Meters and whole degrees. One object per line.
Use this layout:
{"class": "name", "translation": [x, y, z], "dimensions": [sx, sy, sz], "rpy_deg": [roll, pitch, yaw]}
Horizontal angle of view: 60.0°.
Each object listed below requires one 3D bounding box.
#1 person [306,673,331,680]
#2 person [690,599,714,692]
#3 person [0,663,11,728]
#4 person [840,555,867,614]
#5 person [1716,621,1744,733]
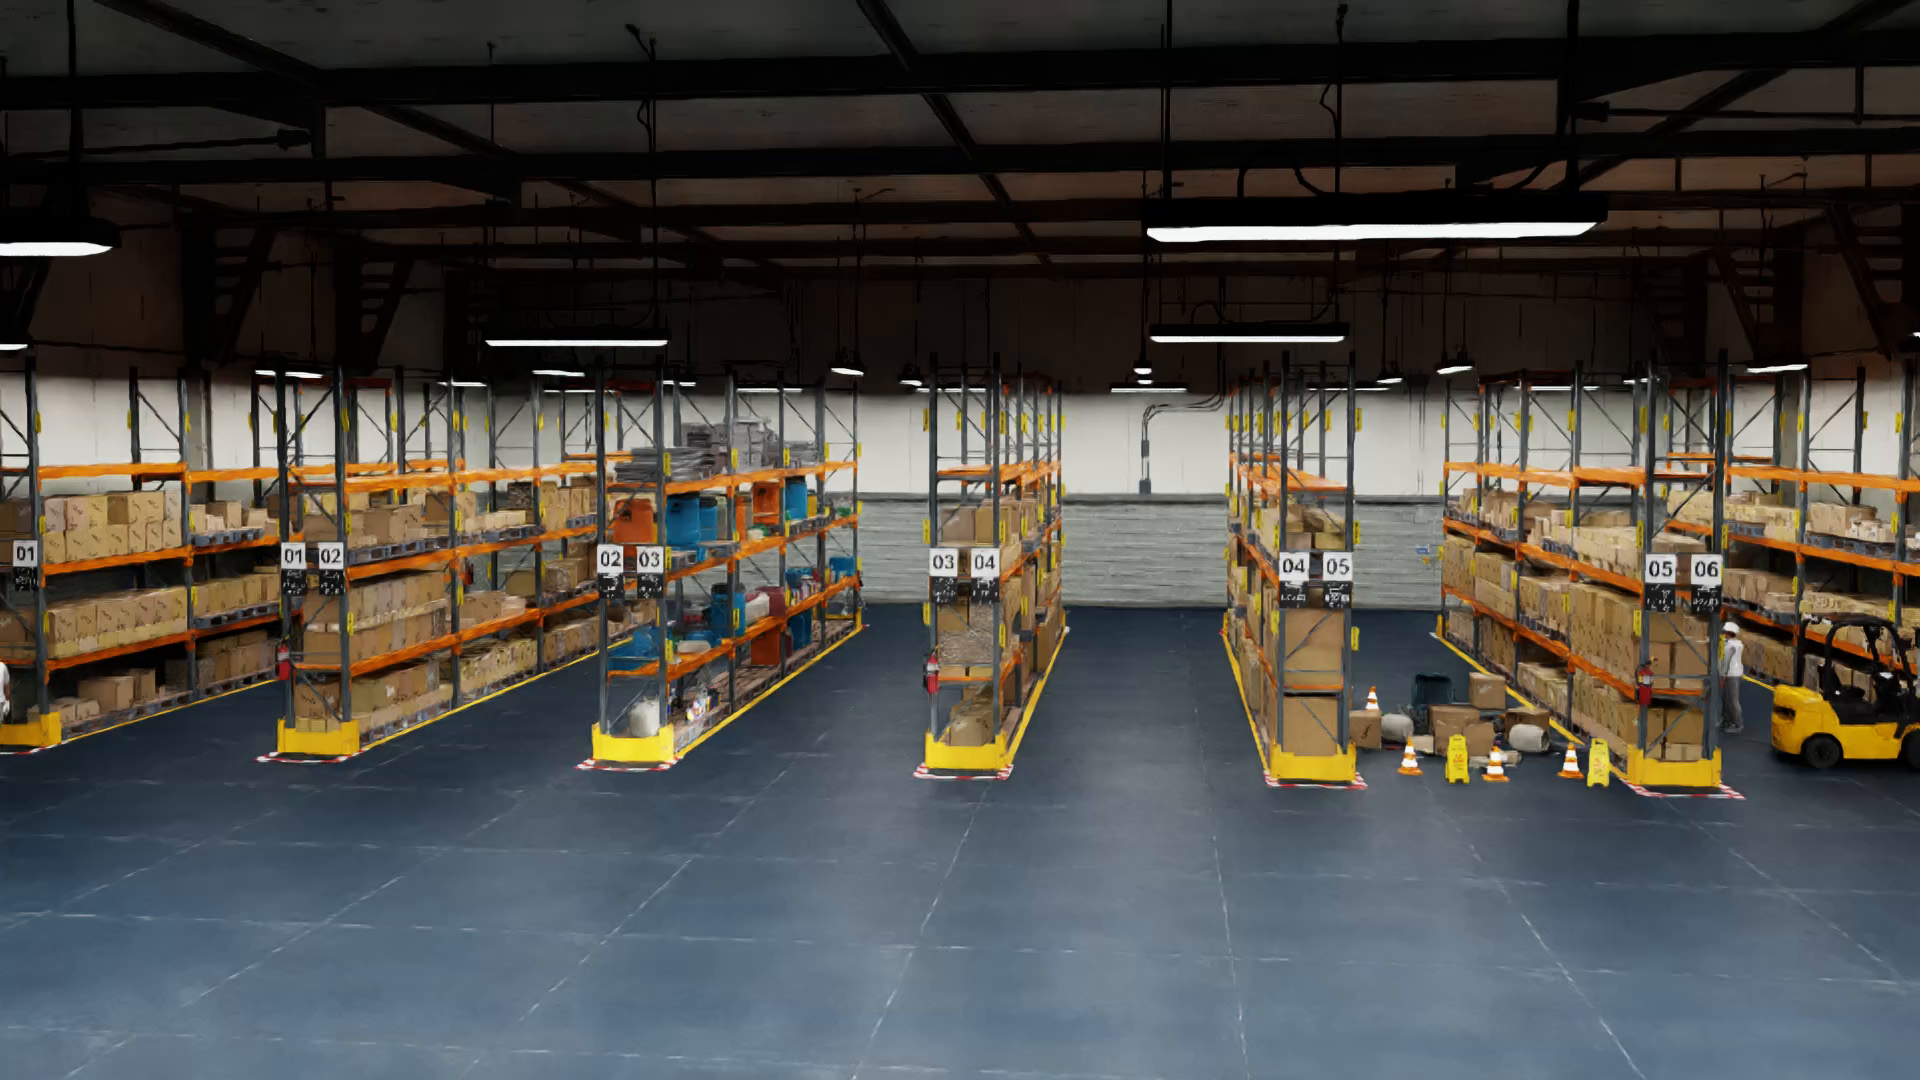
{"class": "person", "translation": [-12.504, 1.833, 32.408], "dimensions": [0.463, 1.731, 0.598], "rpy_deg": [-1, 4, -14]}
{"class": "person", "translation": [-4.600, 1.878, 29.578], "dimensions": [0.476, 1.670, 0.534], "rpy_deg": [0, 4, -1]}
{"class": "person", "translation": [-14.259, 2.397, 24.382], "dimensions": [0.600, 1.773, 0.573], "rpy_deg": [-2, 5, -29]}
{"class": "person", "translation": [-2.770, 1.156, 43.461], "dimensions": [0.451, 1.532, 0.874], "rpy_deg": [2, 5, 28]}
{"class": "person", "translation": [12.434, 2.198, 26.931], "dimensions": [0.576, 1.768, 0.626], "rpy_deg": [3, 5, 37]}
